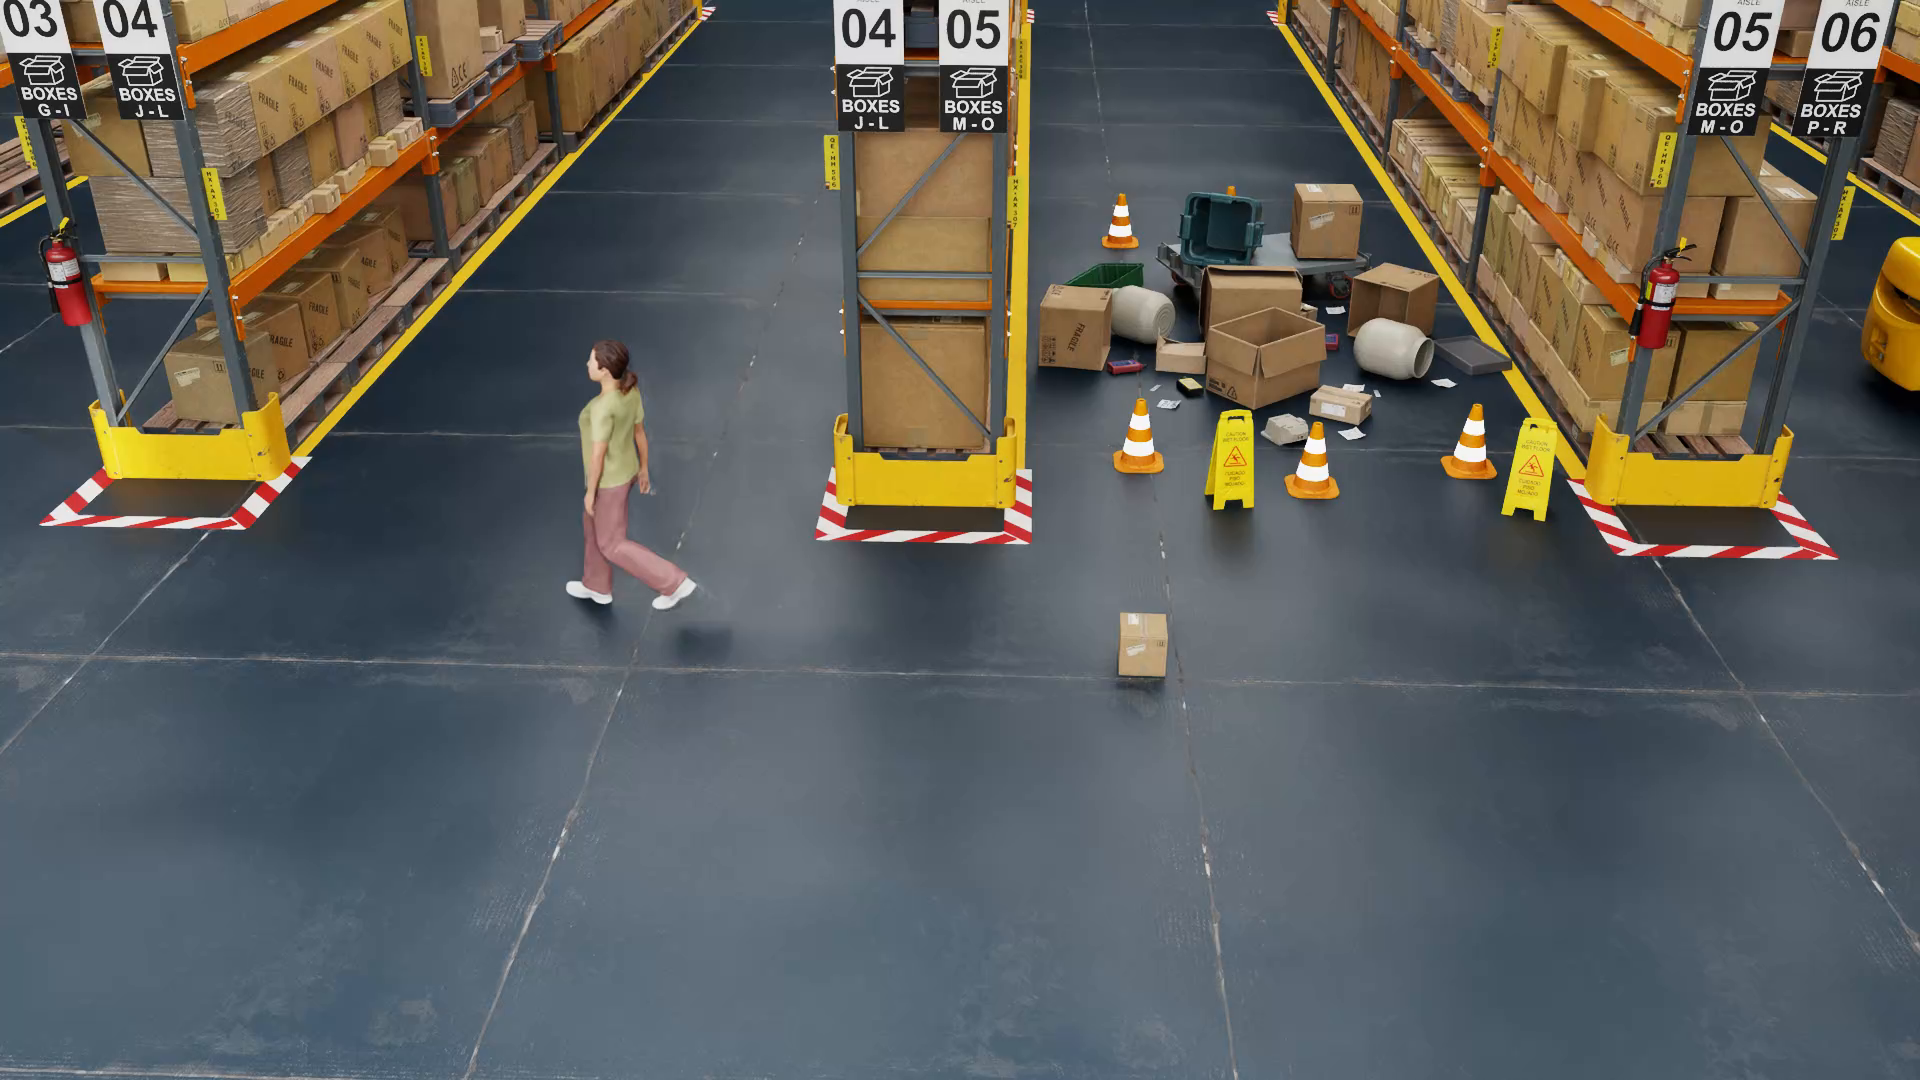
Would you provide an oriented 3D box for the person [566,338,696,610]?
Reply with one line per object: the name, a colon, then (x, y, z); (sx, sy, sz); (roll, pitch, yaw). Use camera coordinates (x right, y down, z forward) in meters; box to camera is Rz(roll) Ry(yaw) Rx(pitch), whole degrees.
person: (-1.901, -0.327, 9.233); (0.882, 1.630, 0.454); (7, 29, 13)
